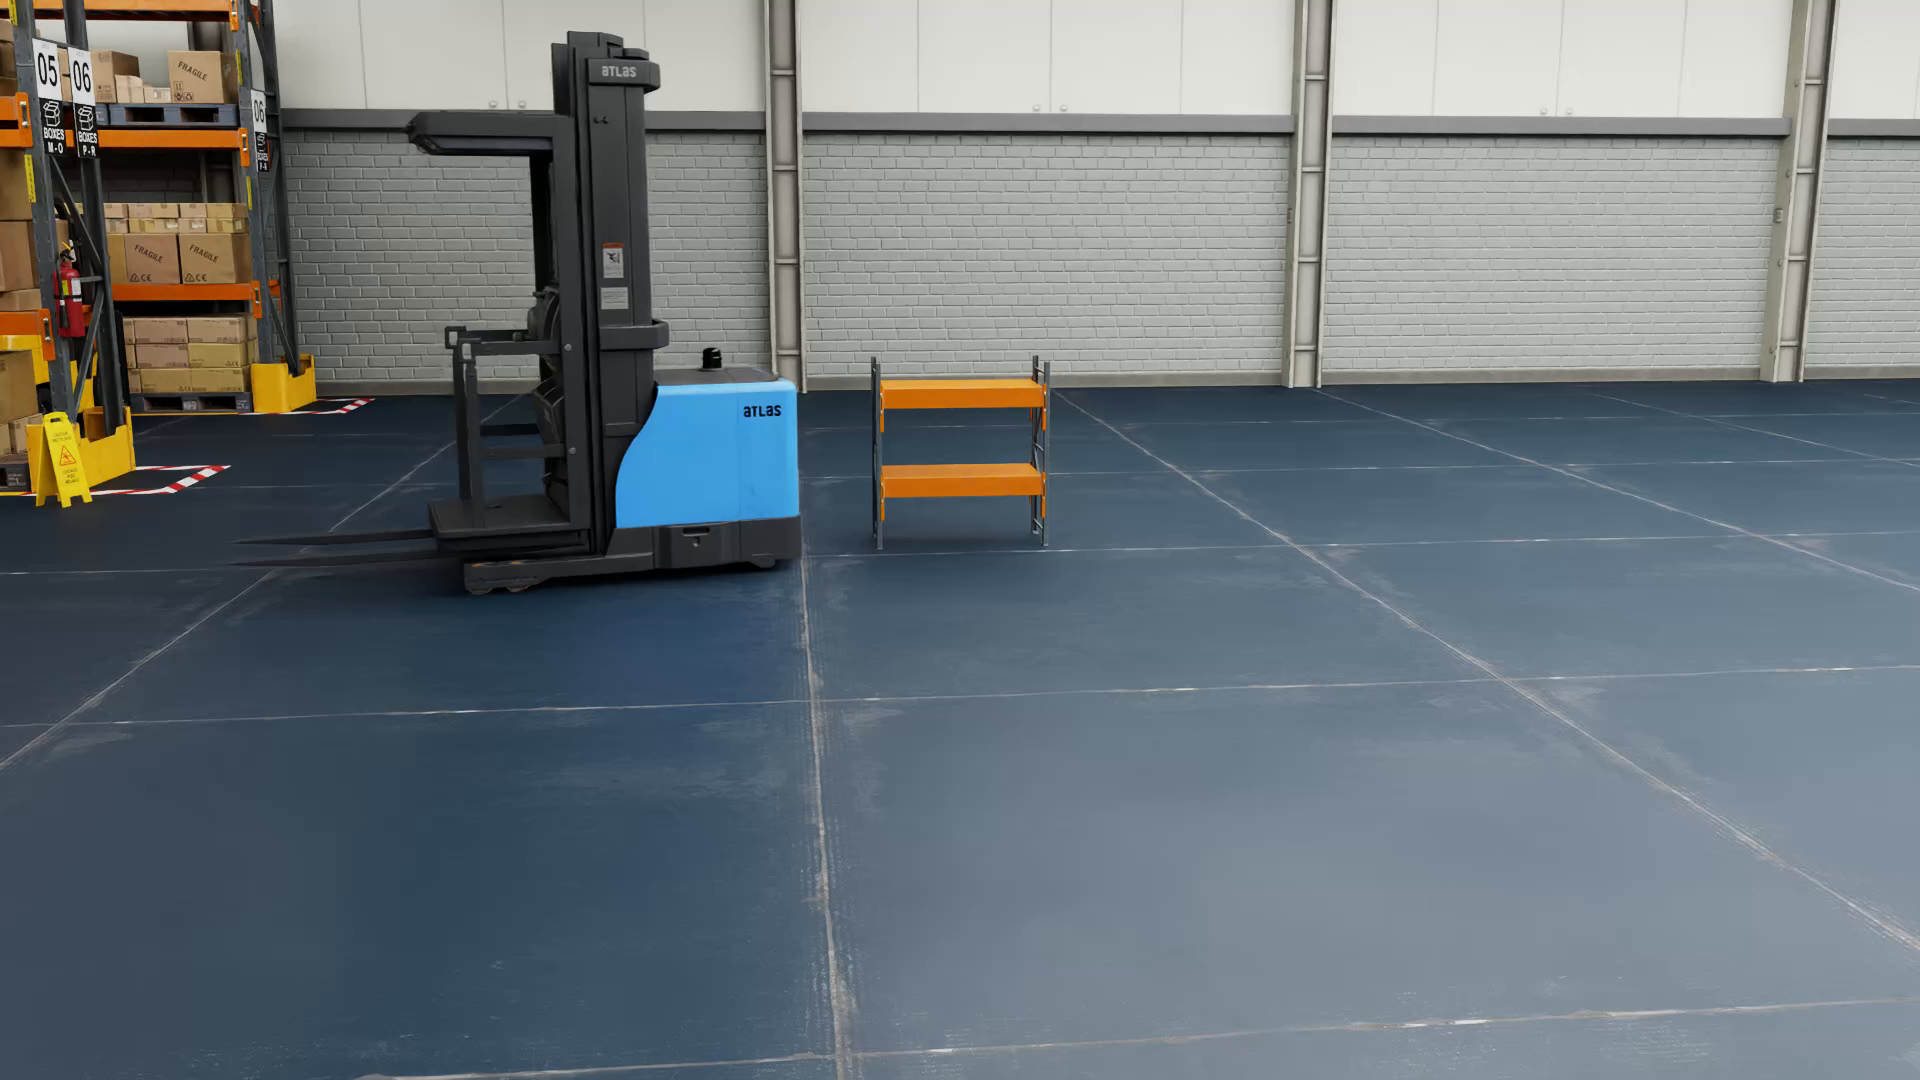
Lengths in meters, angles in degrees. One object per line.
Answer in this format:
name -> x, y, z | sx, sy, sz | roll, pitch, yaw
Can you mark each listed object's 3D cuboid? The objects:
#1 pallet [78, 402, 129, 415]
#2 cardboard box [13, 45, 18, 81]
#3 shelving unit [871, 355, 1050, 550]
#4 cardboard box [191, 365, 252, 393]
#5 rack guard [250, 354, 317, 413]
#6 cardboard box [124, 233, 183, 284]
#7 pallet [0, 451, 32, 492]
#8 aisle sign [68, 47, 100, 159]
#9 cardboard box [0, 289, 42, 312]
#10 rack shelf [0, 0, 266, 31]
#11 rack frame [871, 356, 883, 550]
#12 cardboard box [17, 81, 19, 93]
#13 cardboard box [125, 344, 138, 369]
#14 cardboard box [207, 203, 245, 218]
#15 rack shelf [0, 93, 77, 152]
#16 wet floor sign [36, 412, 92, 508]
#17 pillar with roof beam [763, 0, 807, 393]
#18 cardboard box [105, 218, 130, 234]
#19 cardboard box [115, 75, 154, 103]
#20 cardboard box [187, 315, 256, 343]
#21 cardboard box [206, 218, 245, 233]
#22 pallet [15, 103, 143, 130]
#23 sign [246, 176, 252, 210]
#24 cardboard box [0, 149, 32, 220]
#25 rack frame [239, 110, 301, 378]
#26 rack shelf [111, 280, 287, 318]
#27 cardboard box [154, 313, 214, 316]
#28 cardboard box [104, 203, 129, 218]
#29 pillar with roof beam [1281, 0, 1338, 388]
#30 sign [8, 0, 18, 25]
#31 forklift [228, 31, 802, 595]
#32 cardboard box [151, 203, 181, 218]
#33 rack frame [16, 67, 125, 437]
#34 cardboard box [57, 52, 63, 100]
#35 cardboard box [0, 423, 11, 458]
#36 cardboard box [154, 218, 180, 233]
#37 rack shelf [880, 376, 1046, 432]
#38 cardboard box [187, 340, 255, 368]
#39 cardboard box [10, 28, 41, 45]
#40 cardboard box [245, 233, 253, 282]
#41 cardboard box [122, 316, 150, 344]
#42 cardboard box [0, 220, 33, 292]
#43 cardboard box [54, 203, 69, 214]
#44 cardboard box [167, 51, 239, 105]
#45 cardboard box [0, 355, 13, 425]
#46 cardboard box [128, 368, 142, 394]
pallet -> -9.088, -1.461, 17.251 | 1.213, 0.211, 1.003 | -1, 11, -6
cardboard box -> -7.111, -3.511, 12.291 | 0.500, 0.250, 0.500 | -1, 11, -7
shelving unit -> -0.007, -0.552, 10.259 | 1.048, 1.125, 0.538 | -1, 11, -6
cardboard box -> -7.555, -1.664, 17.097 | 0.500, 0.250, 0.500 | -1, 11, -6
rack guard -> -7.098, -1.652, 17.473 | 0.348, 0.500, 1.175 | -1, 11, -6
cardboard box -> -8.100, -2.857, 16.866 | 0.500, 0.500, 0.500 | -1, 11, -4
pallet -> -7.469, -0.546, 12.598 | 1.213, 0.211, 1.003 | -1, 11, -6
aisle sign -> -6.554, -3.262, 12.446 | 0.004, 0.787, 0.394 | -1, 11, -6
cardboard box -> -6.931, -1.754, 12.164 | 0.250, 0.149, 0.380 | -1, 11, -4
rack shelf -> -9.110, -5.230, 16.547 | 4.000, 0.370, 1.077 | -1, 11, -6
rack frame -> -0.512, -0.541, 10.205 | 0.032, 1.125, 0.500 | -1, 11, -6
cardboard box -> -6.947, -3.330, 12.405 | 0.250, 0.149, 0.380 | -1, 11, -6
cardboard box -> -8.583, -1.887, 16.932 | 0.500, 0.250, 0.500 | -1, 11, -7
cardboard box -> -7.455, -3.343, 16.885 | 0.250, 0.149, 0.380 | -1, 11, -6
rack shelf -> -8.571, -3.003, 11.956 | 4.000, 0.370, 1.077 | -1, 11, -6
wet floor sign -> -6.278, -0.569, 11.592 | 0.232, 0.644, 0.267 | 3, 11, 14
pillar with roof beam -> -1.482, -5.279, 13.893 | 0.400, 9.000, 9.100 | -1, 11, -6
cardboard box -> -8.460, -3.162, 16.734 | 0.250, 0.149, 0.380 | -2, 11, -8
cardboard box -> -8.165, -4.458, 16.492 | 0.258, 0.266, 0.396 | -1, 11, -6
cardboard box -> -7.546, -2.156, 17.005 | 0.500, 0.250, 0.500 | -1, 11, -4
cardboard box -> -7.437, -3.184, 16.847 | 0.250, 0.149, 0.380 | -1, 11, -5
pallet -> -9.043, -4.270, 16.767 | 1.213, 0.211, 1.003 | -1, 11, -6
sign -> -7.077, -3.458, 16.564 | 0.005, 0.325, 0.100 | -1, 11, -6
cardboard box -> -7.067, -2.559, 11.986 | 0.500, 0.500, 0.700 | -1, 11, -7
rack frame -> -7.122, -2.878, 17.230 | 0.127, 3.000, 1.000 | -1, 11, -6
rack shelf -> -9.110, -2.483, 17.087 | 4.000, 0.370, 1.077 | -1, 11, -6
cardboard box -> -8.117, -2.240, 17.435 | 0.500, 0.250, 0.500 | -1, 11, -6
cardboard box -> -8.457, -3.304, 16.685 | 0.250, 0.149, 0.380 | -1, 11, -5
pillar with roof beam -> 4.483, -5.404, 14.529 | 0.400, 9.000, 9.100 | -1, 11, -6
sign -> -6.542, -3.725, 11.470 | 0.005, 0.325, 0.100 | -1, 11, -6
forklift -> -2.480, -1.260, 9.178 | 3.031, 2.935, 1.130 | -4, 12, -20
cardboard box -> -7.955, -3.321, 16.775 | 0.250, 0.149, 0.380 | -1, 11, -5
rack frame -> -6.582, -1.926, 12.388 | 0.127, 3.000, 1.000 | -1, 11, -6
cardboard box -> -9.151, -4.592, 16.560 | 0.637, 0.503, 0.797 | -1, 11, -4
cardboard box -> -7.381, -0.714, 12.262 | 0.500, 0.250, 0.500 | -1, 11, -6
cardboard box -> -7.952, -3.179, 16.824 | 0.250, 0.149, 0.380 | -1, 11, -5
rack shelf -> -0.007, -0.839, 10.202 | 1.000, 0.278, 0.538 | -1, 11, -6
cardboard box -> -7.572, -1.910, 17.050 | 0.500, 0.250, 0.500 | -1, 11, -7
cardboard box -> -6.958, -3.697, 12.207 | 0.250, 0.149, 0.380 | -1, 11, -6
cardboard box -> -7.645, -2.970, 17.439 | 0.500, 0.500, 0.500 | -1, 11, -4
cardboard box -> -8.554, -2.132, 16.882 | 0.500, 0.250, 0.500 | -1, 11, -5
cardboard box -> -7.092, -2.057, 12.024 | 0.500, 0.500, 0.500 | -1, 11, -7
cardboard box -> -8.980, -3.310, 16.717 | 0.250, 0.149, 0.380 | -1, 11, -5
cardboard box -> -7.536, -4.598, 16.596 | 0.500, 0.500, 0.500 | -1, 11, -4
cardboard box -> -7.351, -1.084, 12.201 | 0.500, 0.500, 0.500 | -1, 11, -6
cardboard box -> -8.549, -1.647, 17.009 | 0.500, 0.250, 0.500 | -1, 11, -5
